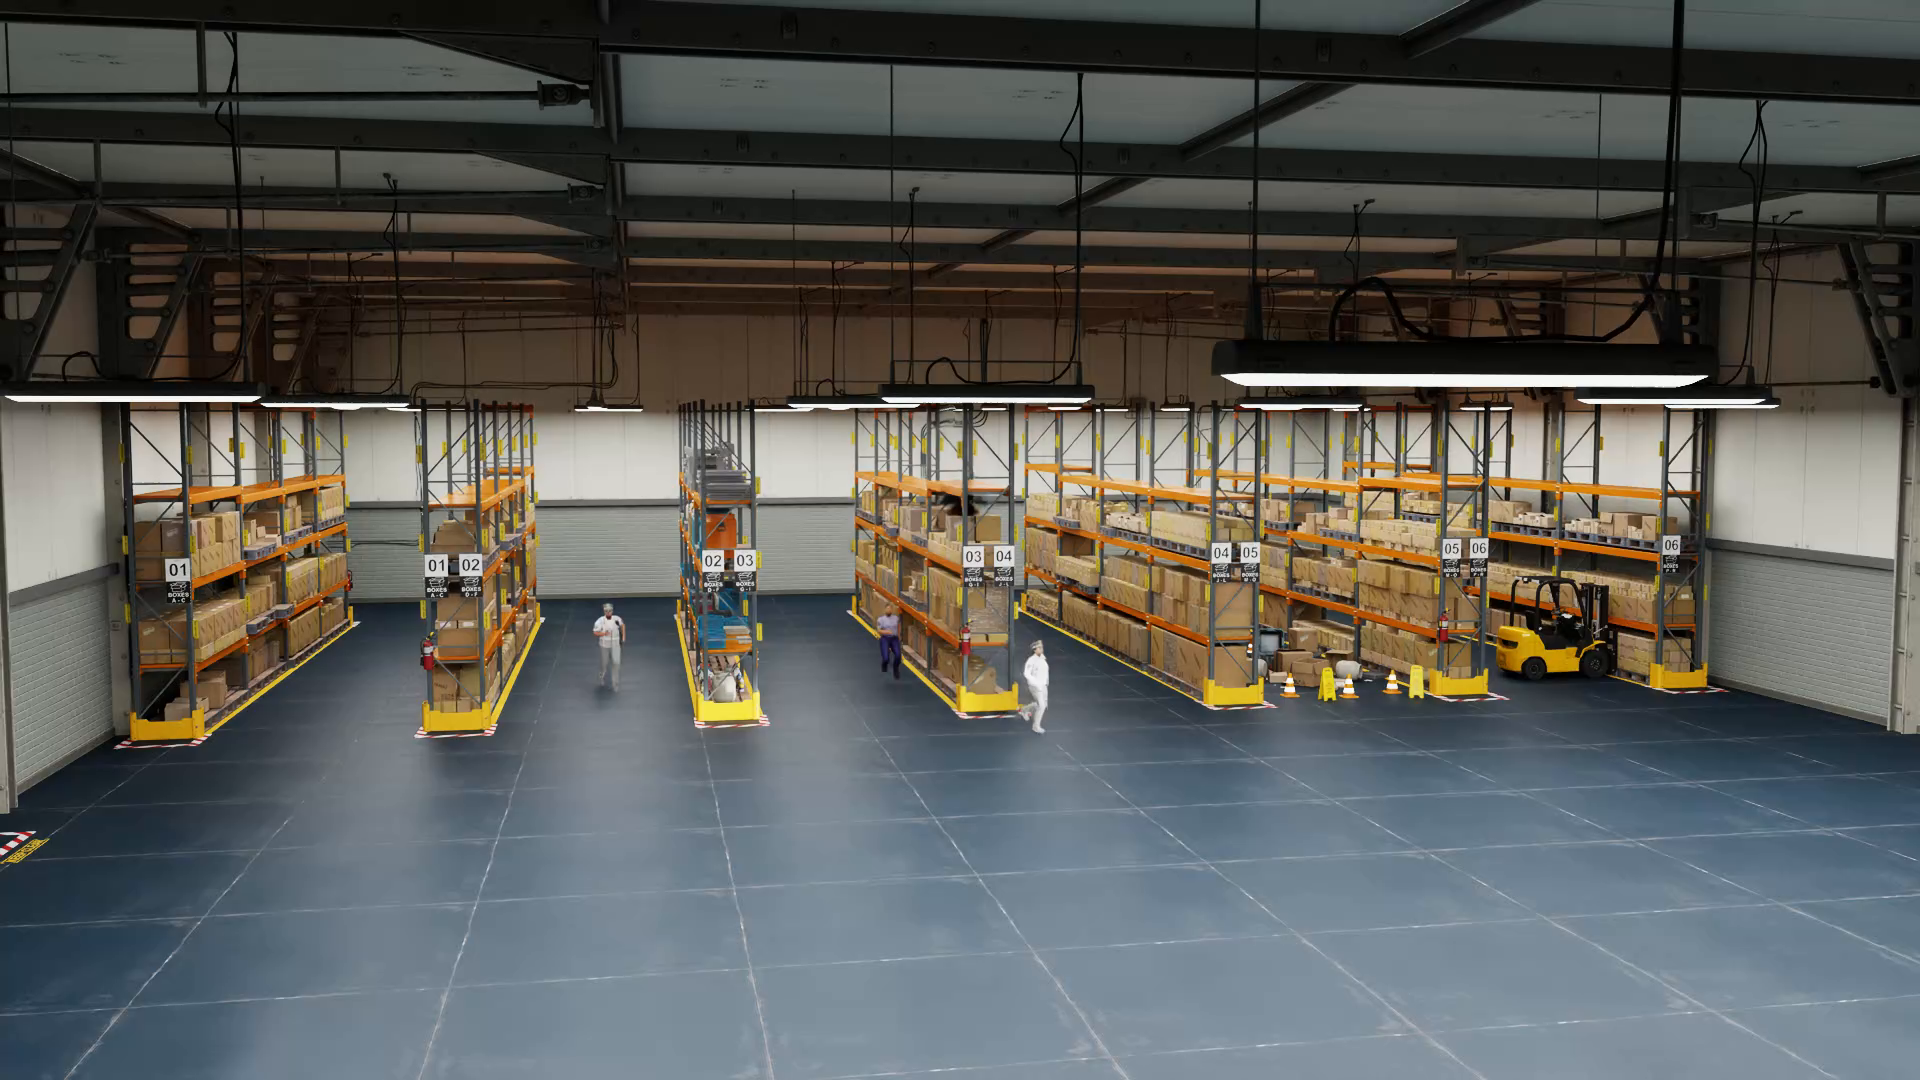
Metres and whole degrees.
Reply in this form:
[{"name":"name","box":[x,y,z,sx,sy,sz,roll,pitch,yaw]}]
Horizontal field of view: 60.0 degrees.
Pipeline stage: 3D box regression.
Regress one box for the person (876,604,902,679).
[{"name":"person","box":[-1.468,2.160,35.035,0.601,1.586,0.648,-1,5,-18]}]

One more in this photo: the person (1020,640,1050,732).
[{"name":"person","box":[1.340,2.639,30.139,0.620,1.672,0.627,4,6,40]}]

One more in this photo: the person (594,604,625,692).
[{"name":"person","box":[-7.316,2.231,34.713,0.670,1.841,0.926,-2,5,-20]}]
